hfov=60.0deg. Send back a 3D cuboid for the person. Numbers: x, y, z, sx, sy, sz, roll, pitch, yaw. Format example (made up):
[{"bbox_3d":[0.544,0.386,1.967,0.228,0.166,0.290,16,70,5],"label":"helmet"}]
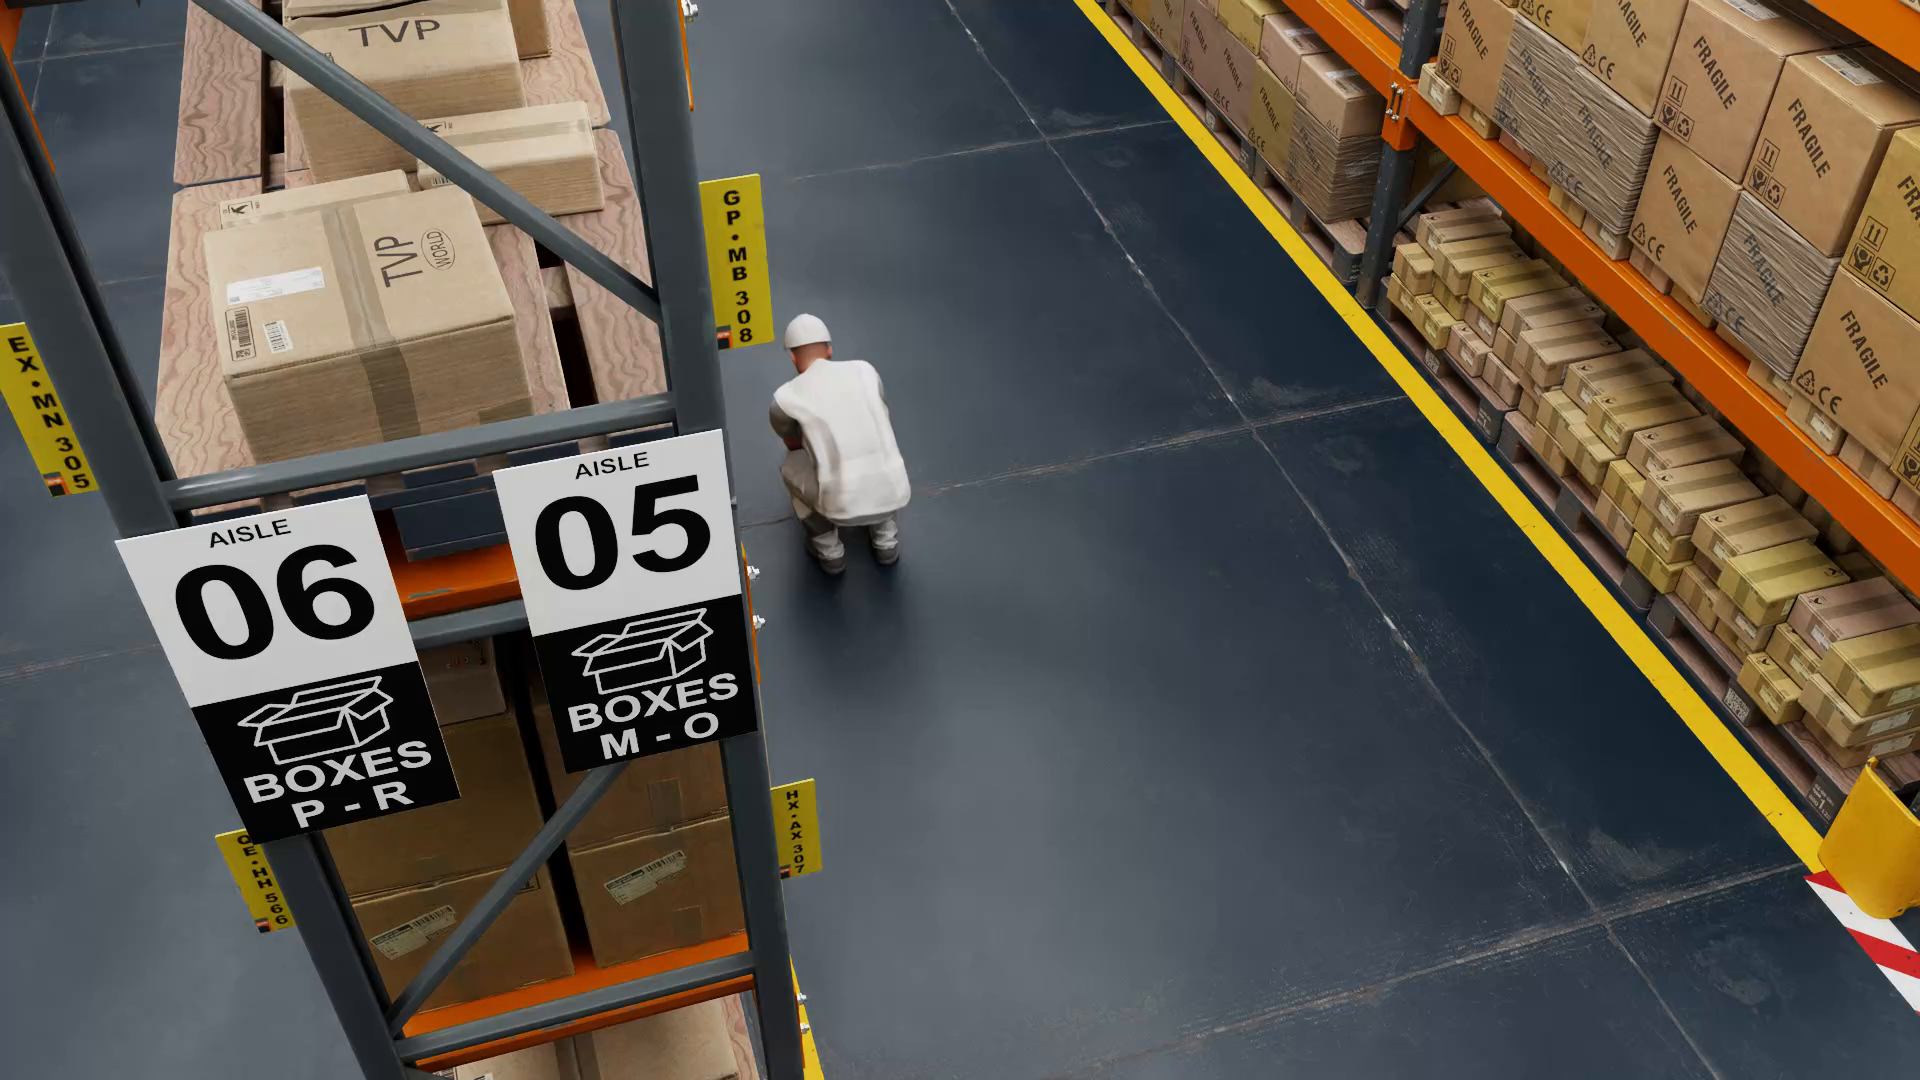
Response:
[{"bbox_3d":[-0.526,-0.410,7.196,0.547,1.002,0.877,-13,43,-14],"label":"person"}]
